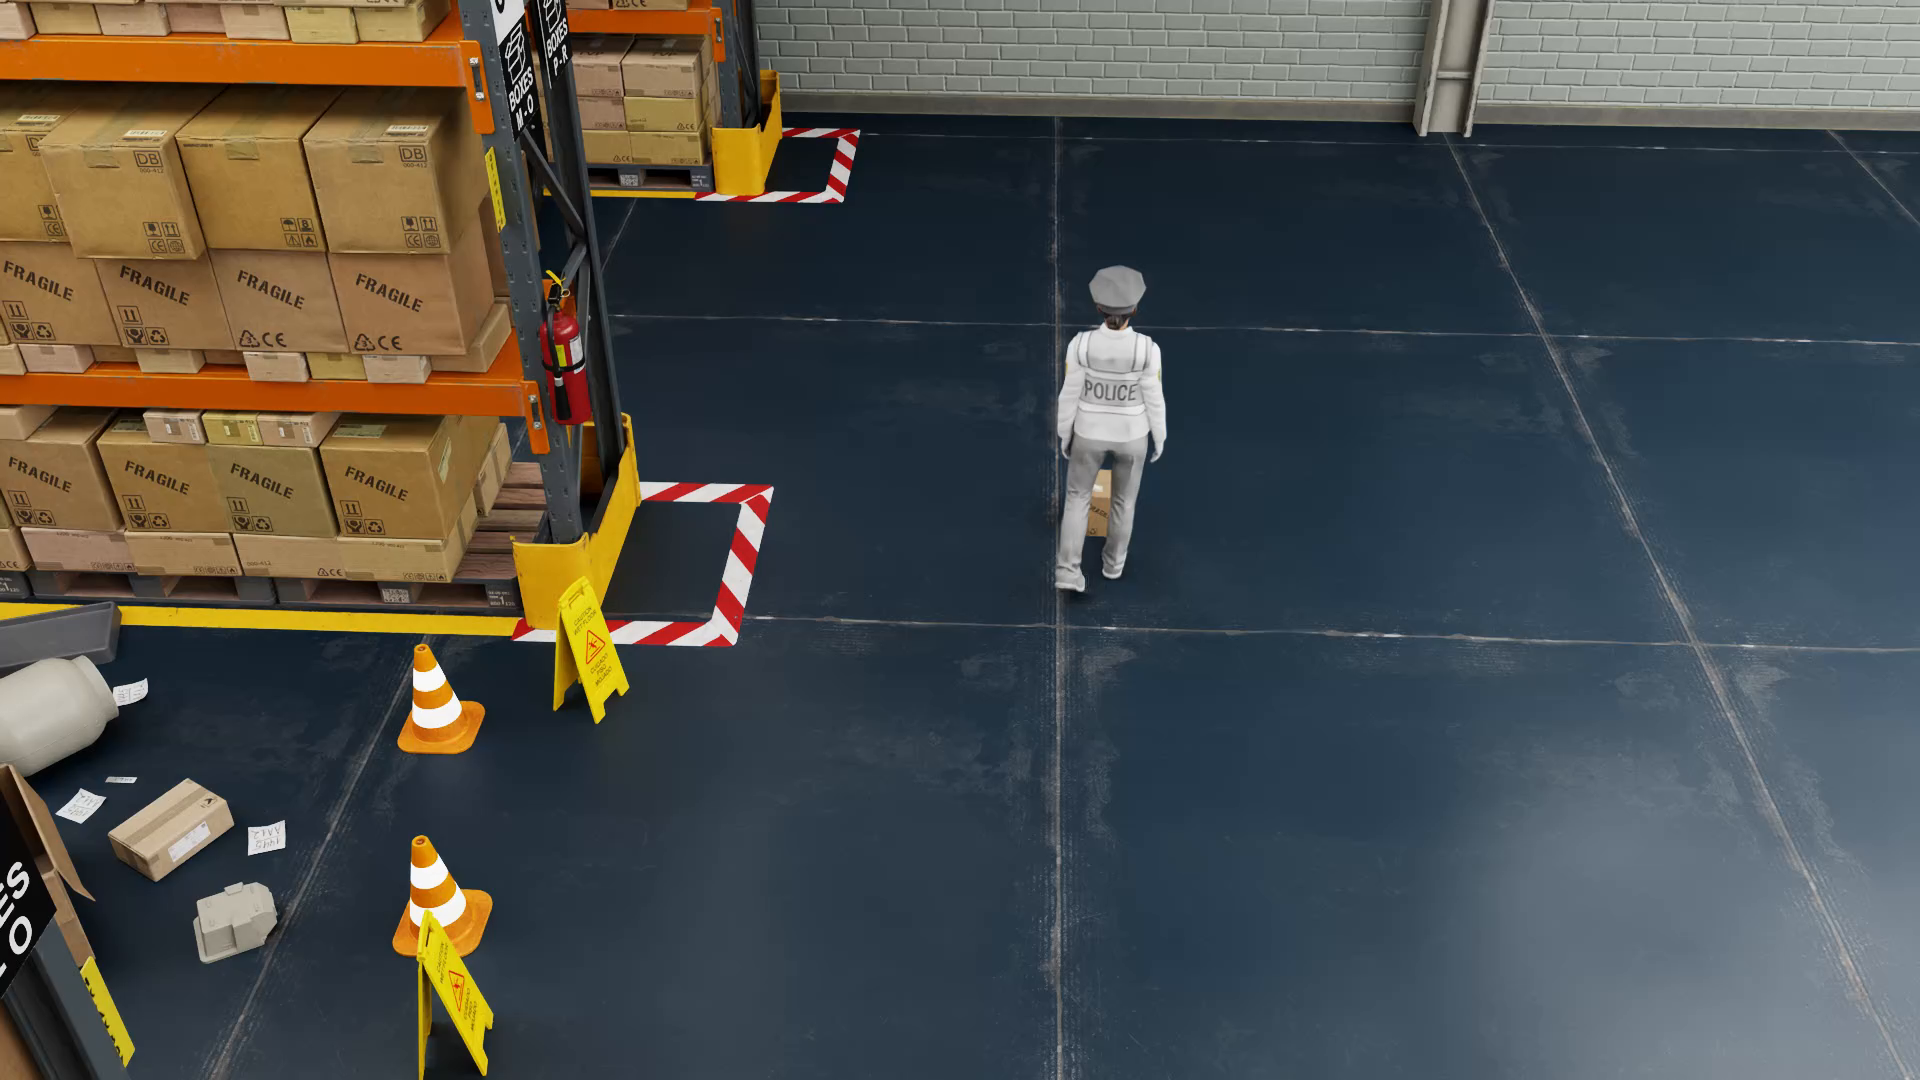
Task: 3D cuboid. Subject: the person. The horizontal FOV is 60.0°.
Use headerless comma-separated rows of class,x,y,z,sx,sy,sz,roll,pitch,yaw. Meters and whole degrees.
person,0.711,-0.492,7.774,0.506,1.691,0.521,6,36,8
